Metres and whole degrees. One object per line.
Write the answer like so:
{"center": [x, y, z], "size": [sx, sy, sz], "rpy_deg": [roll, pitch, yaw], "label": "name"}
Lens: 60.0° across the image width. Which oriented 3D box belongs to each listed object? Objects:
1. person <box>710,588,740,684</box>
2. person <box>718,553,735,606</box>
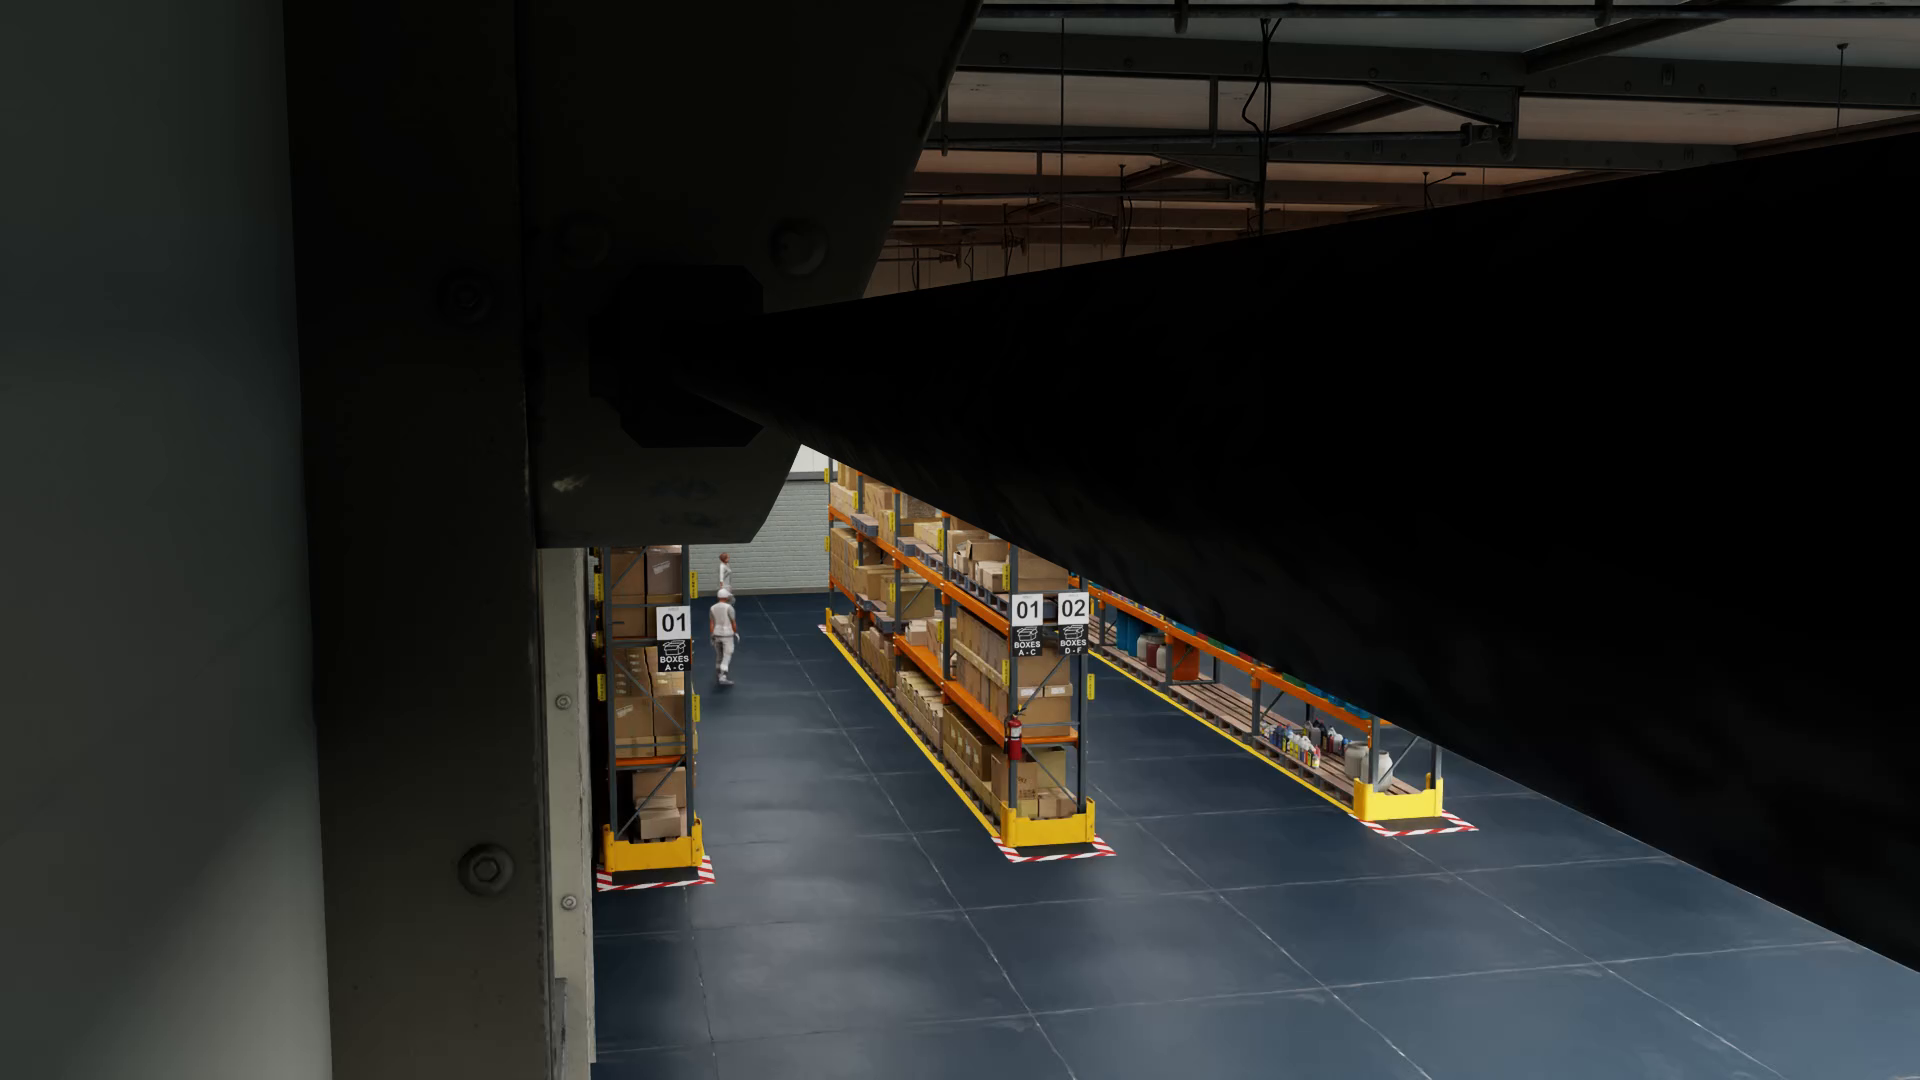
{"center": [-4.391, 1.789, 30.875], "size": [0.582, 1.787, 0.733], "rpy_deg": [4, 8, 27], "label": "person"}
{"center": [-5.301, 1.095, 37.488], "size": [0.448, 1.625, 0.430], "rpy_deg": [-1, 7, -11], "label": "person"}
